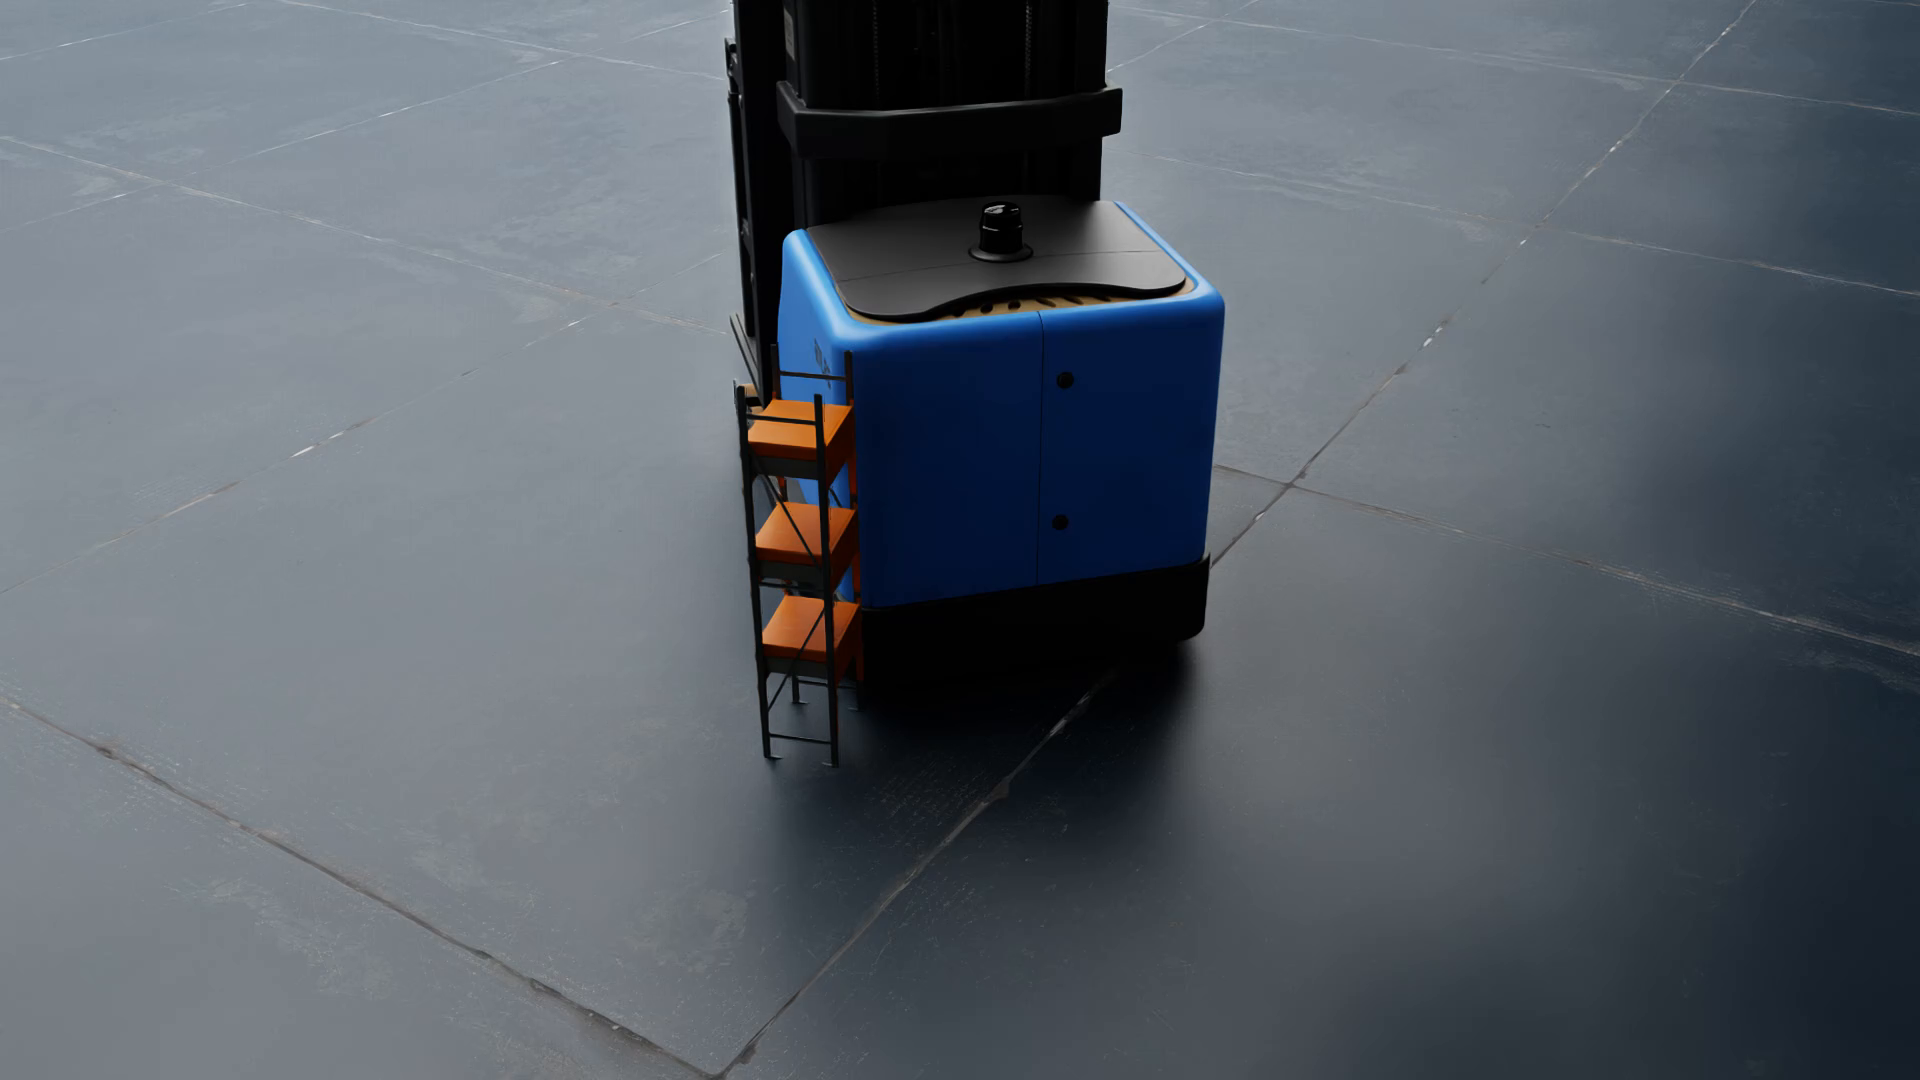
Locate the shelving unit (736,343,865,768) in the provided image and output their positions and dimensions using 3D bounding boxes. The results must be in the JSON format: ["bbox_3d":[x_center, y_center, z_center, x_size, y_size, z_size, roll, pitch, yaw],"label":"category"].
[{"bbox_3d":[-0.380,0.057,4.111,0.215,1.050,0.252,7,31,11],"label":"shelving unit"}]

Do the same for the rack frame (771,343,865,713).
[{"bbox_3d":[-0.353,-0.003,4.213,0.200,1.050,0.008,7,31,11],"label":"rack frame"}]

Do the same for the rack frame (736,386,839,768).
[{"bbox_3d":[-0.408,0.117,4.008,0.200,1.050,0.008,7,31,11],"label":"rack frame"}]

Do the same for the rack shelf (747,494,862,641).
[{"bbox_3d":[-0.380,0.066,4.116,0.215,0.259,0.240,7,31,11],"label":"rack shelf"}]

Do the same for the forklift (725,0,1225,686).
[{"bbox_3d":[-0.177,-1.606,5.095,1.130,2.935,3.031,-8,31,-13],"label":"forklift"}]

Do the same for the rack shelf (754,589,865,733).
[{"bbox_3d":[-0.380,0.306,4.256,0.215,0.259,0.240,7,31,11],"label":"rack shelf"}]

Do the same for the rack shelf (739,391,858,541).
[{"bbox_3d":[-0.380,-0.179,3.973,0.215,0.259,0.240,7,31,11],"label":"rack shelf"}]
